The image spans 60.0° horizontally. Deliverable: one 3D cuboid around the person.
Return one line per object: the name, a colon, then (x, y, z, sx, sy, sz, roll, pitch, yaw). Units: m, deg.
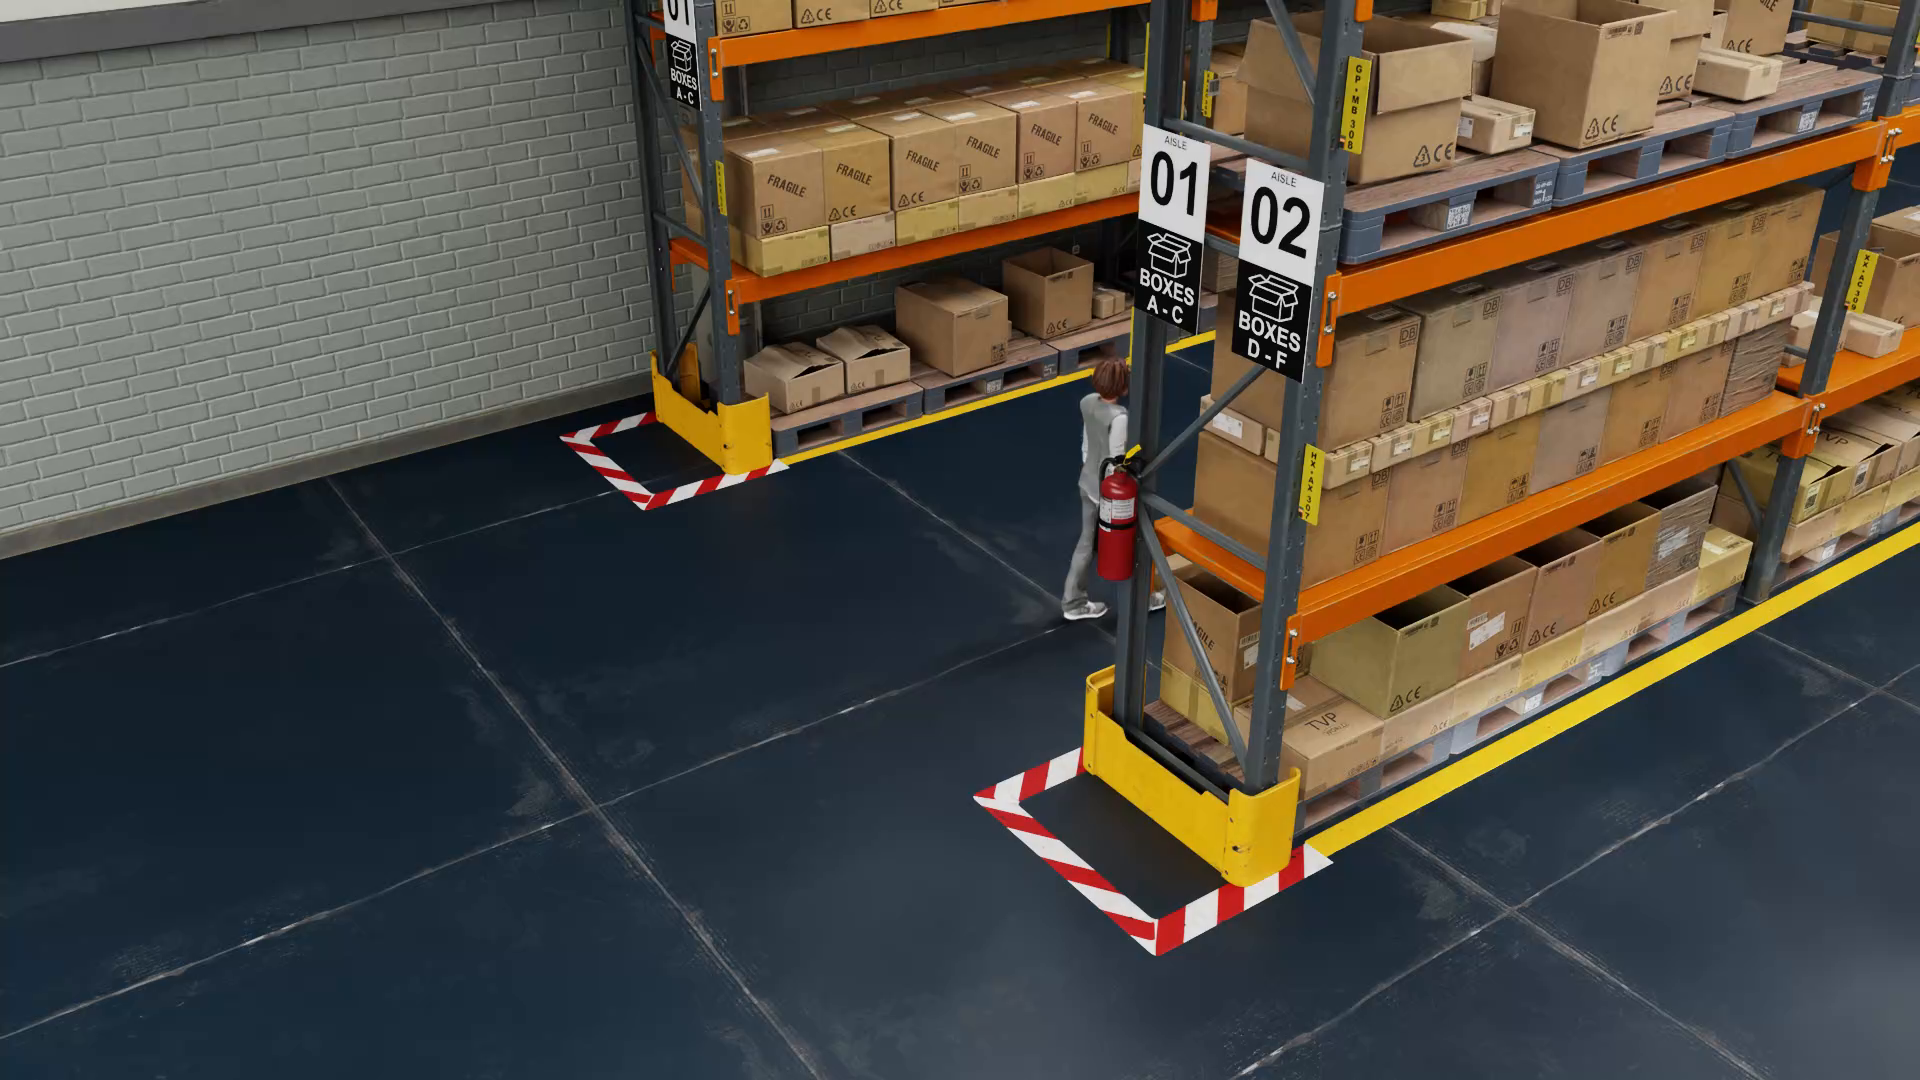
person: (0.888, -0.286, 9.144, 0.672, 1.588, 0.427, -16, 33, -26)
